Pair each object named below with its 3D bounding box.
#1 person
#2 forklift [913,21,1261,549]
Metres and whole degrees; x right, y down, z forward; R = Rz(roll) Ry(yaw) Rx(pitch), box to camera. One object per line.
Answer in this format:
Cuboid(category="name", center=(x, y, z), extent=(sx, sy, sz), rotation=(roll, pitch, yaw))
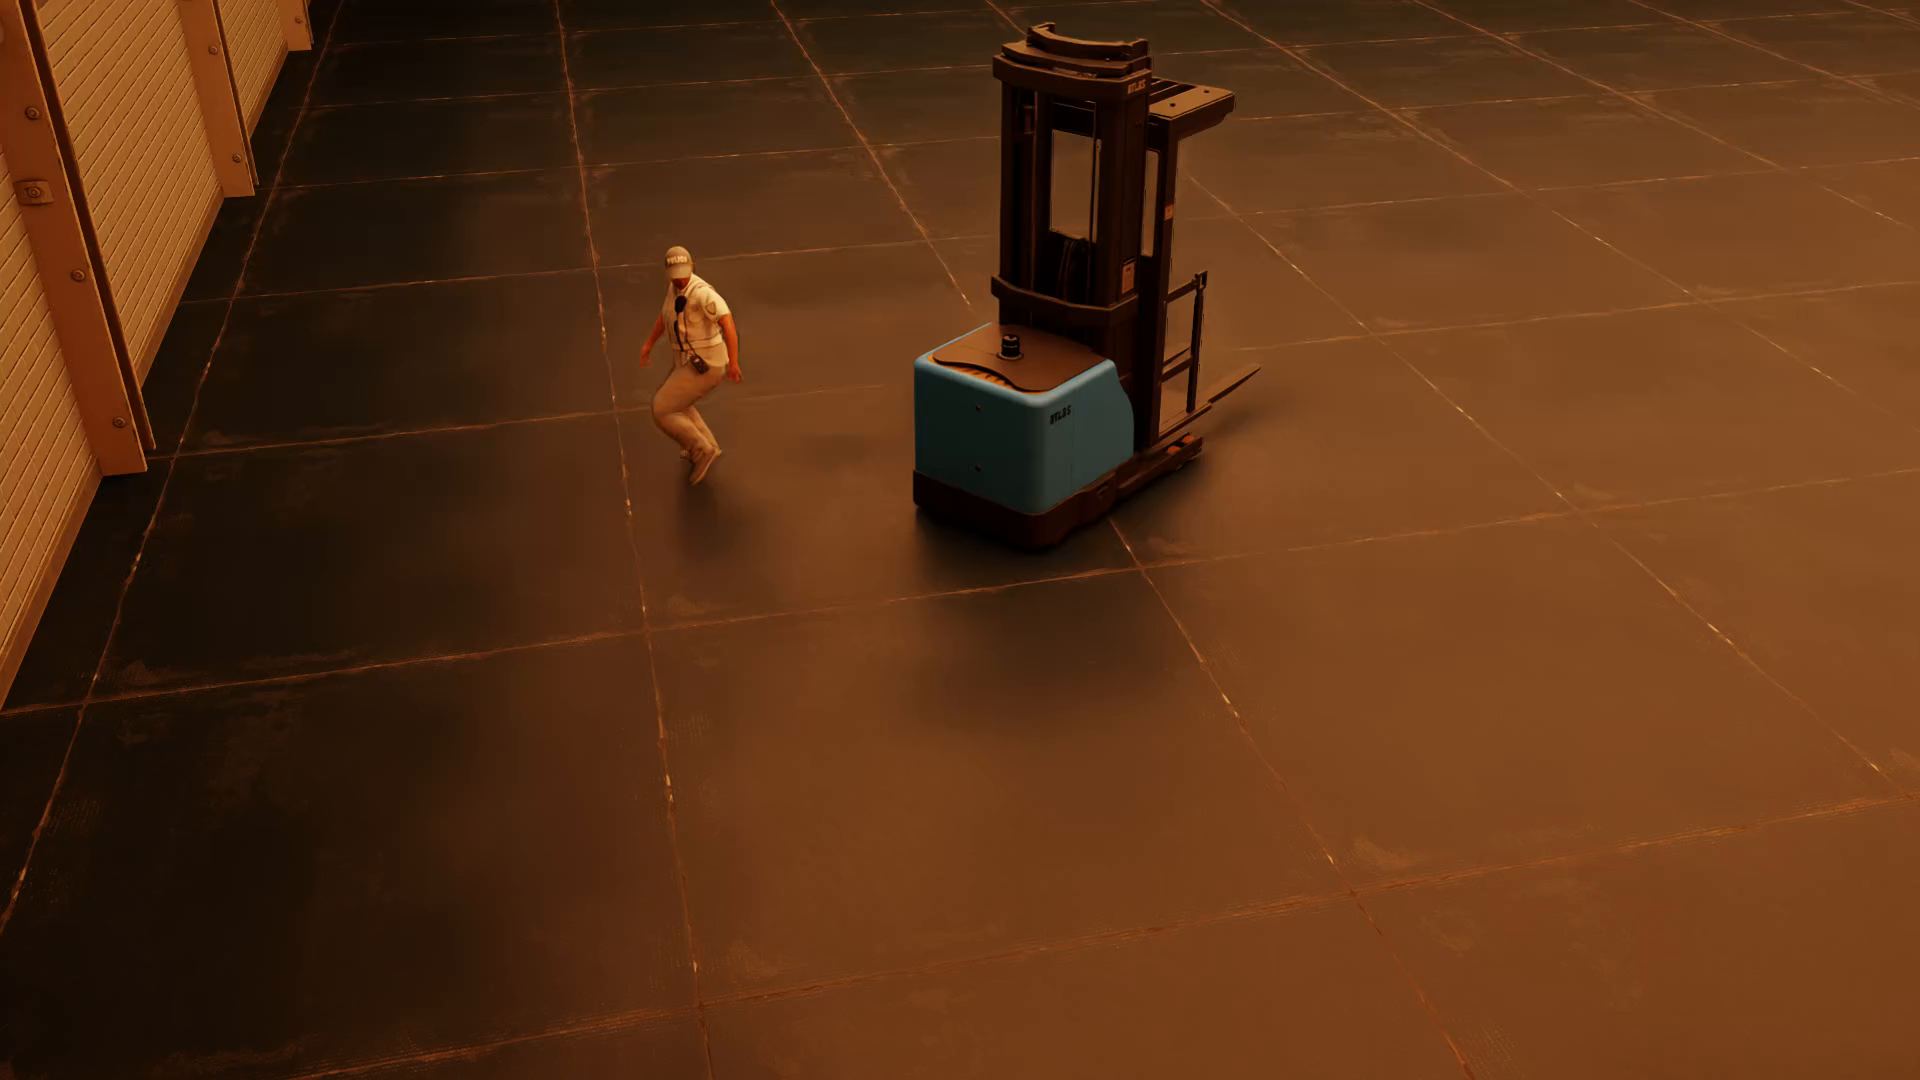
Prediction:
Cuboid(category="person", center=(-1.787, -1.169, 10.963), extent=(0.619, 1.583, 0.706), rotation=(-8, 31, -13))
Cuboid(category="forklift", center=(1.015, -1.884, 10.828), extent=(1.130, 2.935, 3.031), rotation=(22, 37, 33))
